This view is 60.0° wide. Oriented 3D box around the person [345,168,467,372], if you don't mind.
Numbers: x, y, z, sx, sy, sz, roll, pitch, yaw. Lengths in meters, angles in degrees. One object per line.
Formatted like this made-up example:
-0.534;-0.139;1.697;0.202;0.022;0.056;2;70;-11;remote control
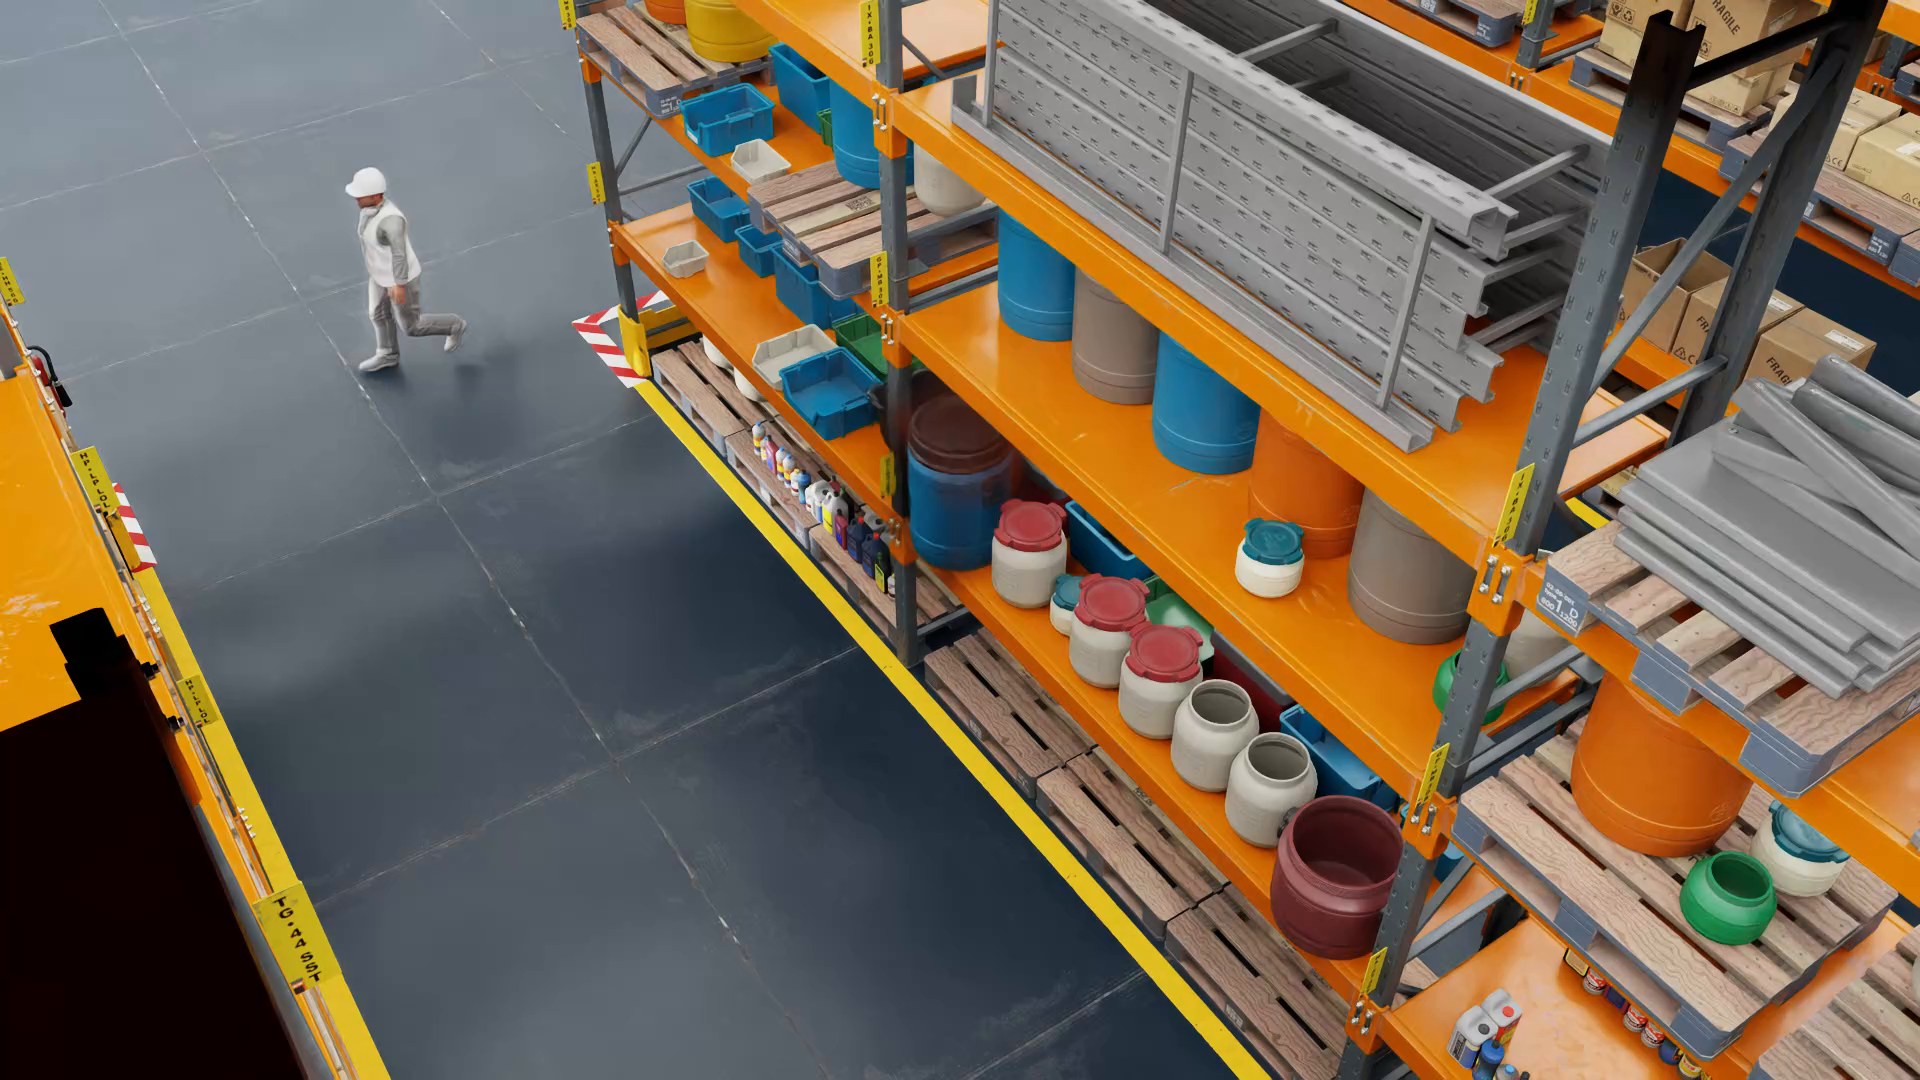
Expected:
-4.323;-2.062;12.701;0.850;1.752;0.560;-28;49;-27;person
